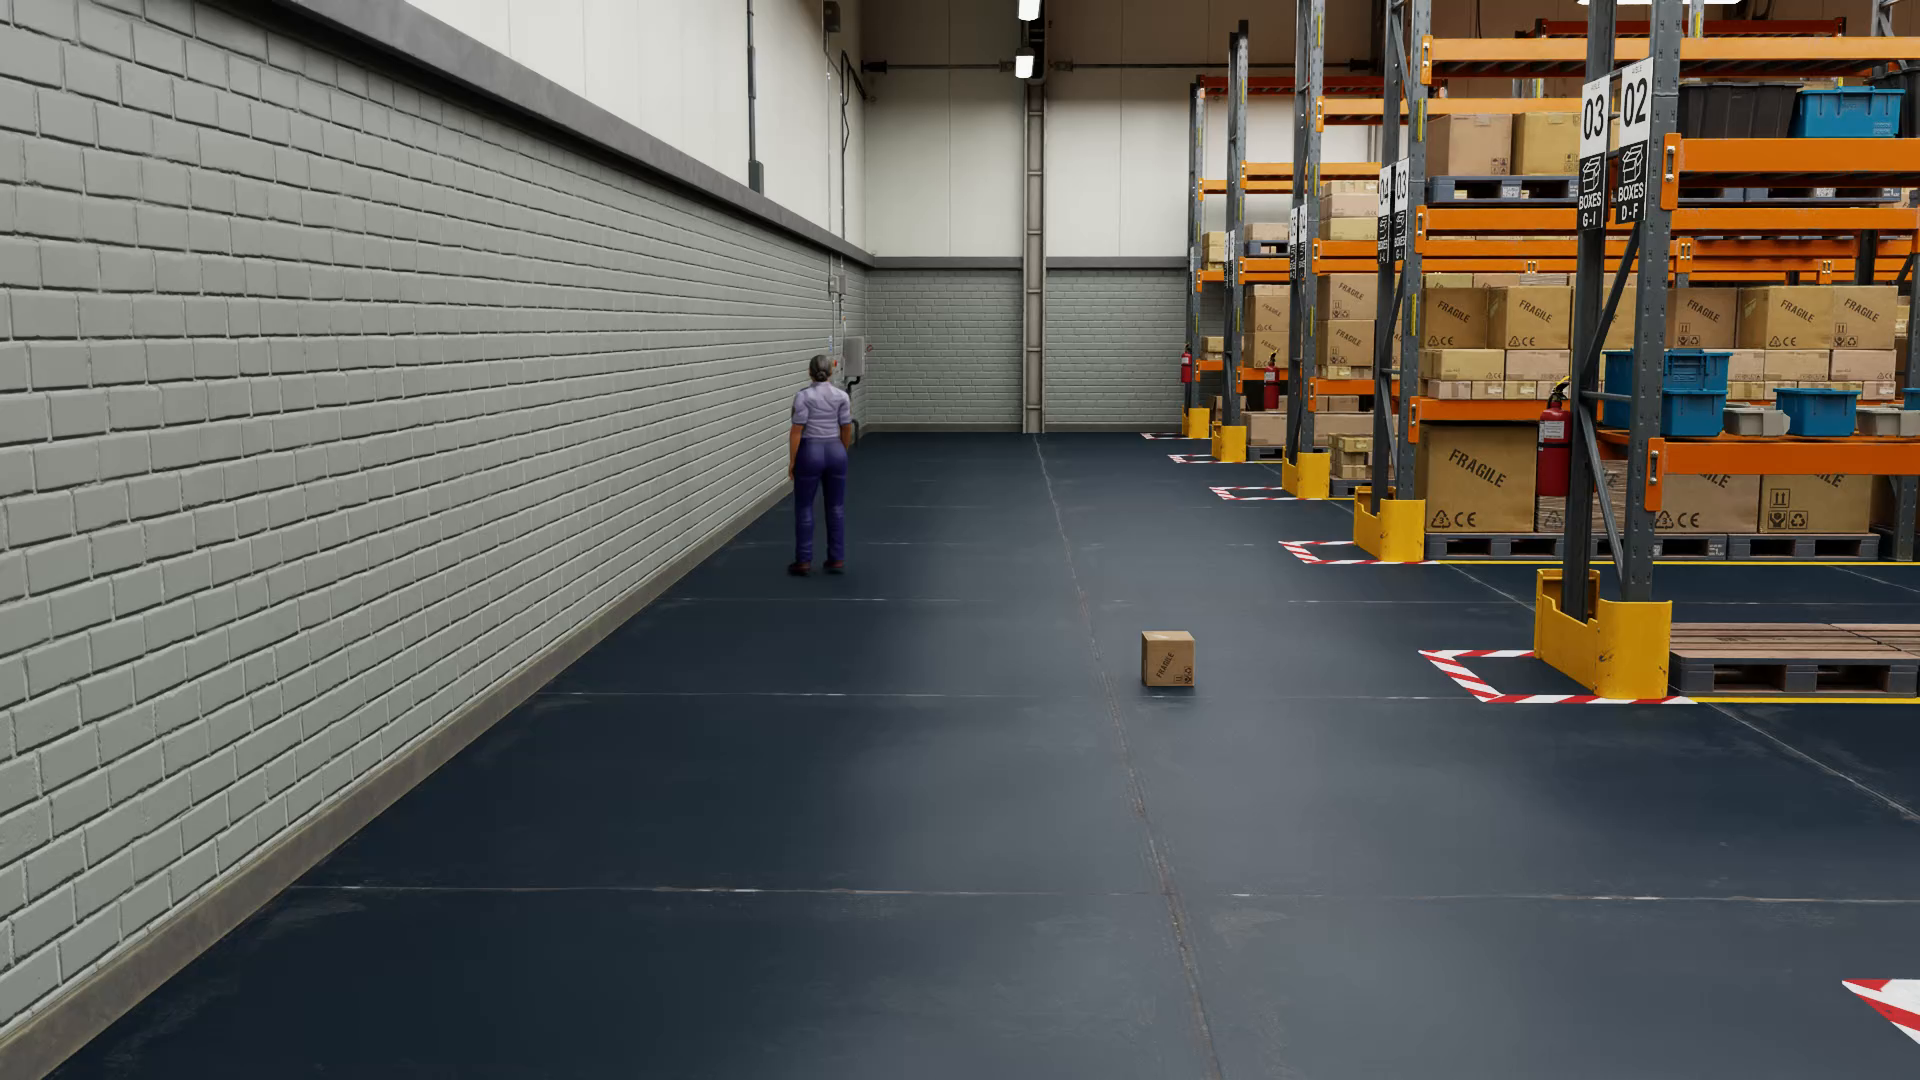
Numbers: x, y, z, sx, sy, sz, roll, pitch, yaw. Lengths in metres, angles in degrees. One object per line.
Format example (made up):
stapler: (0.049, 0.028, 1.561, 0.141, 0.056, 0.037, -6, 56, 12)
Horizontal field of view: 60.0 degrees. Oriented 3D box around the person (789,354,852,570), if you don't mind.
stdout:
person: (-1.073, -0.586, 12.714, 0.492, 1.660, 0.393, -3, 8, -23)
